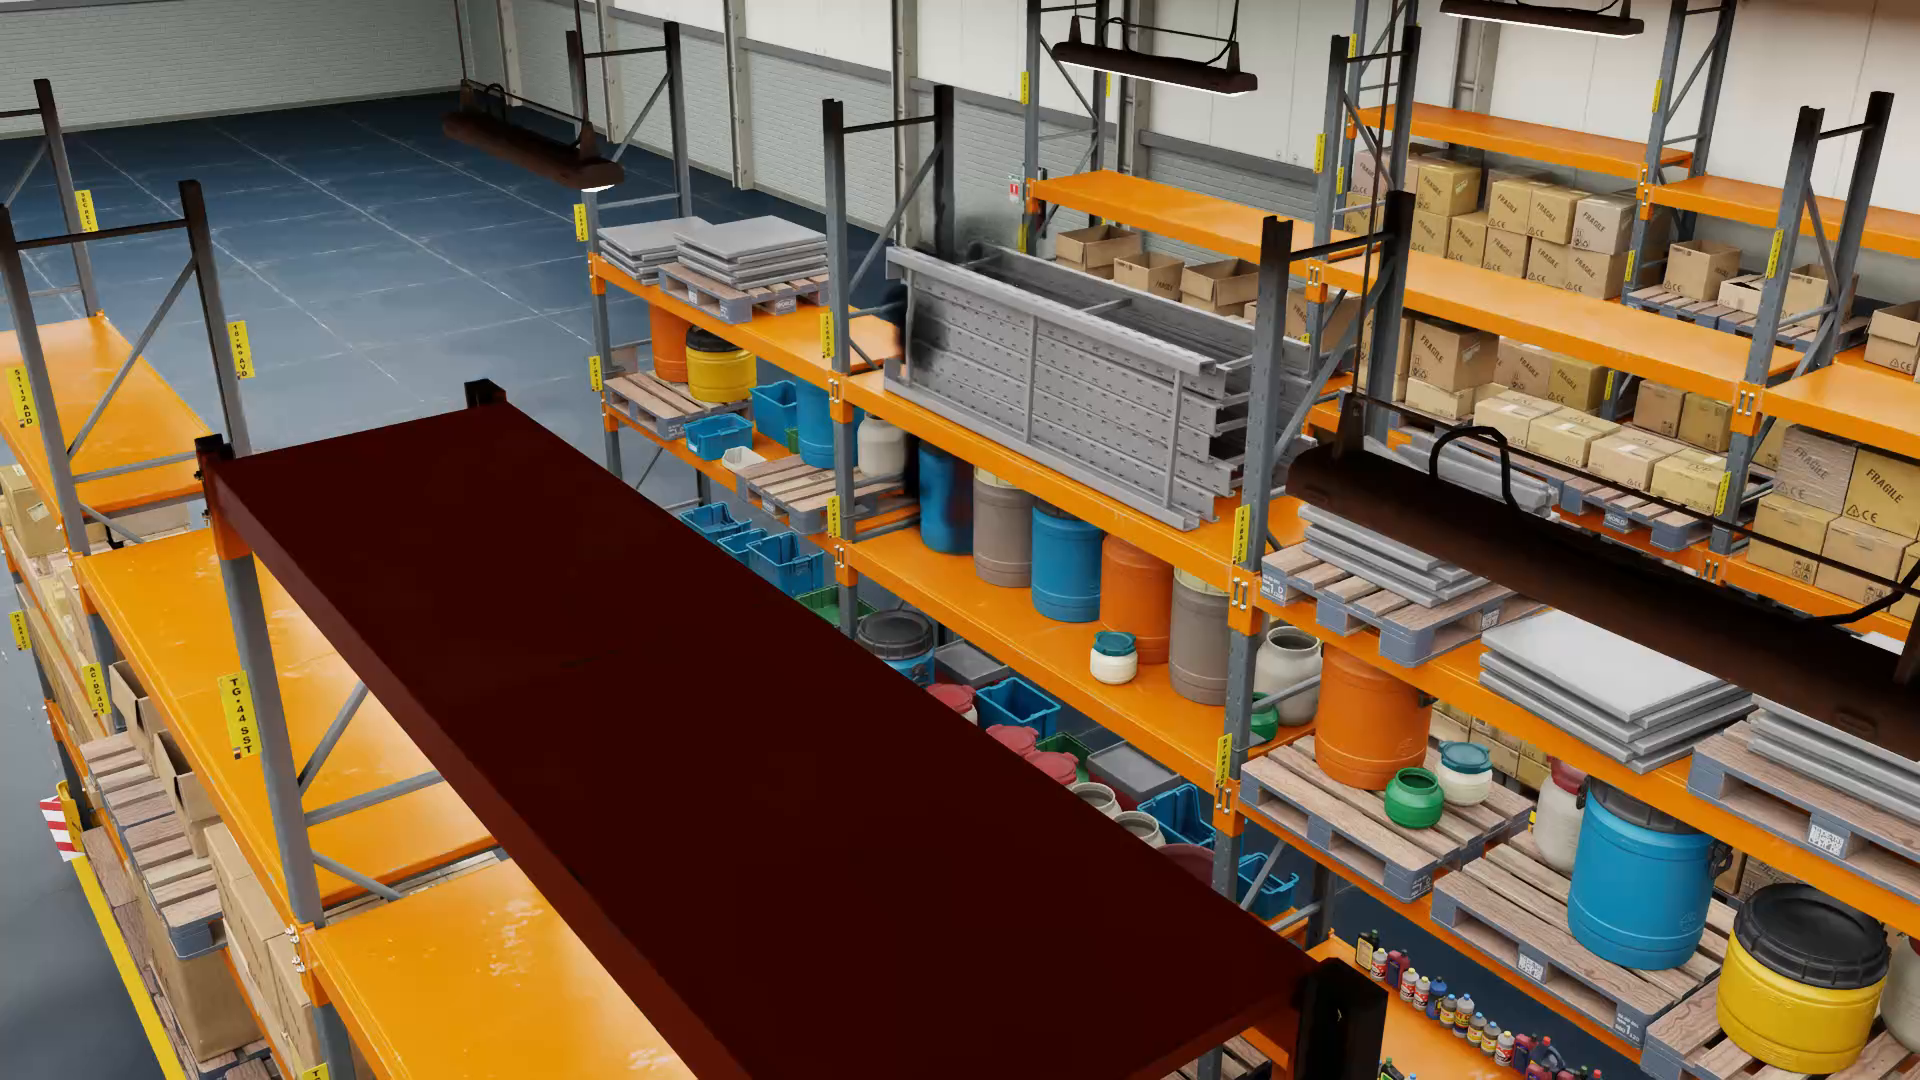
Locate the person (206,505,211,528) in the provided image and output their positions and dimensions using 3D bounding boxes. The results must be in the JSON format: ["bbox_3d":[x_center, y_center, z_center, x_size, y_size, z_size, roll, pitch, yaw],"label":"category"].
[{"bbox_3d":[-7.406,-0.024,16.999,0.747,1.754,0.722,-5,25,-10],"label":"person"}]

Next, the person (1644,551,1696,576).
[{"bbox_3d":[6.754,0.512,15.793,0.681,1.796,0.775,-19,31,-35],"label":"person"}]
